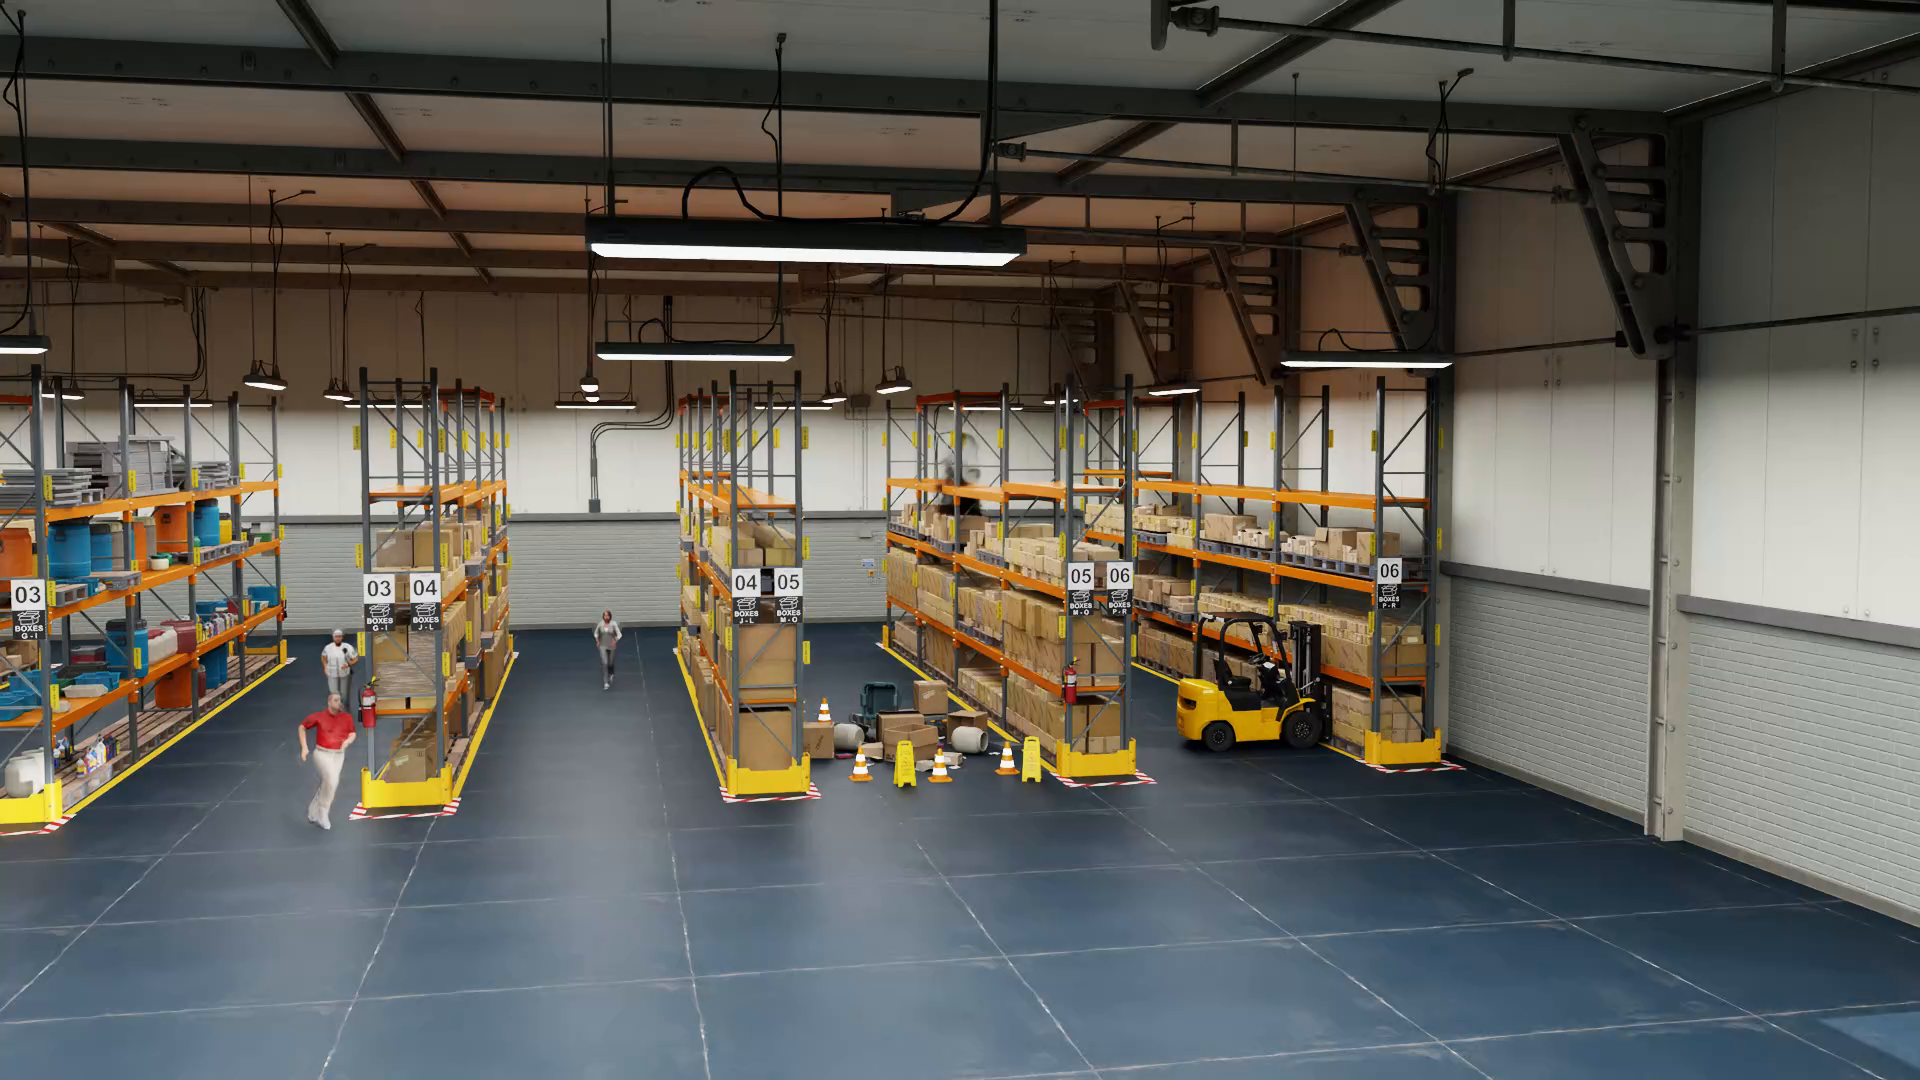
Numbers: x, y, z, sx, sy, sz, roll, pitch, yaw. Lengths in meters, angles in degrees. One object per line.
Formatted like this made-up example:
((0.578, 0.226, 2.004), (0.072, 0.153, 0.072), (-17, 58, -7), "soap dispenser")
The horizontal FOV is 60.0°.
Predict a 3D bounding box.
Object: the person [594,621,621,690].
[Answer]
((-7.156, 2.319, 33.797), (0.551, 1.371, 0.779), (-1, 3, -11), "person")

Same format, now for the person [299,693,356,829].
((-8.220, 2.868, 21.746), (0.662, 1.680, 0.660), (3, 4, 40), "person")

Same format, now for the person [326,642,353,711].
((-10.982, 2.488, 29.458), (0.453, 1.367, 0.656), (-1, 4, -16), "person")
